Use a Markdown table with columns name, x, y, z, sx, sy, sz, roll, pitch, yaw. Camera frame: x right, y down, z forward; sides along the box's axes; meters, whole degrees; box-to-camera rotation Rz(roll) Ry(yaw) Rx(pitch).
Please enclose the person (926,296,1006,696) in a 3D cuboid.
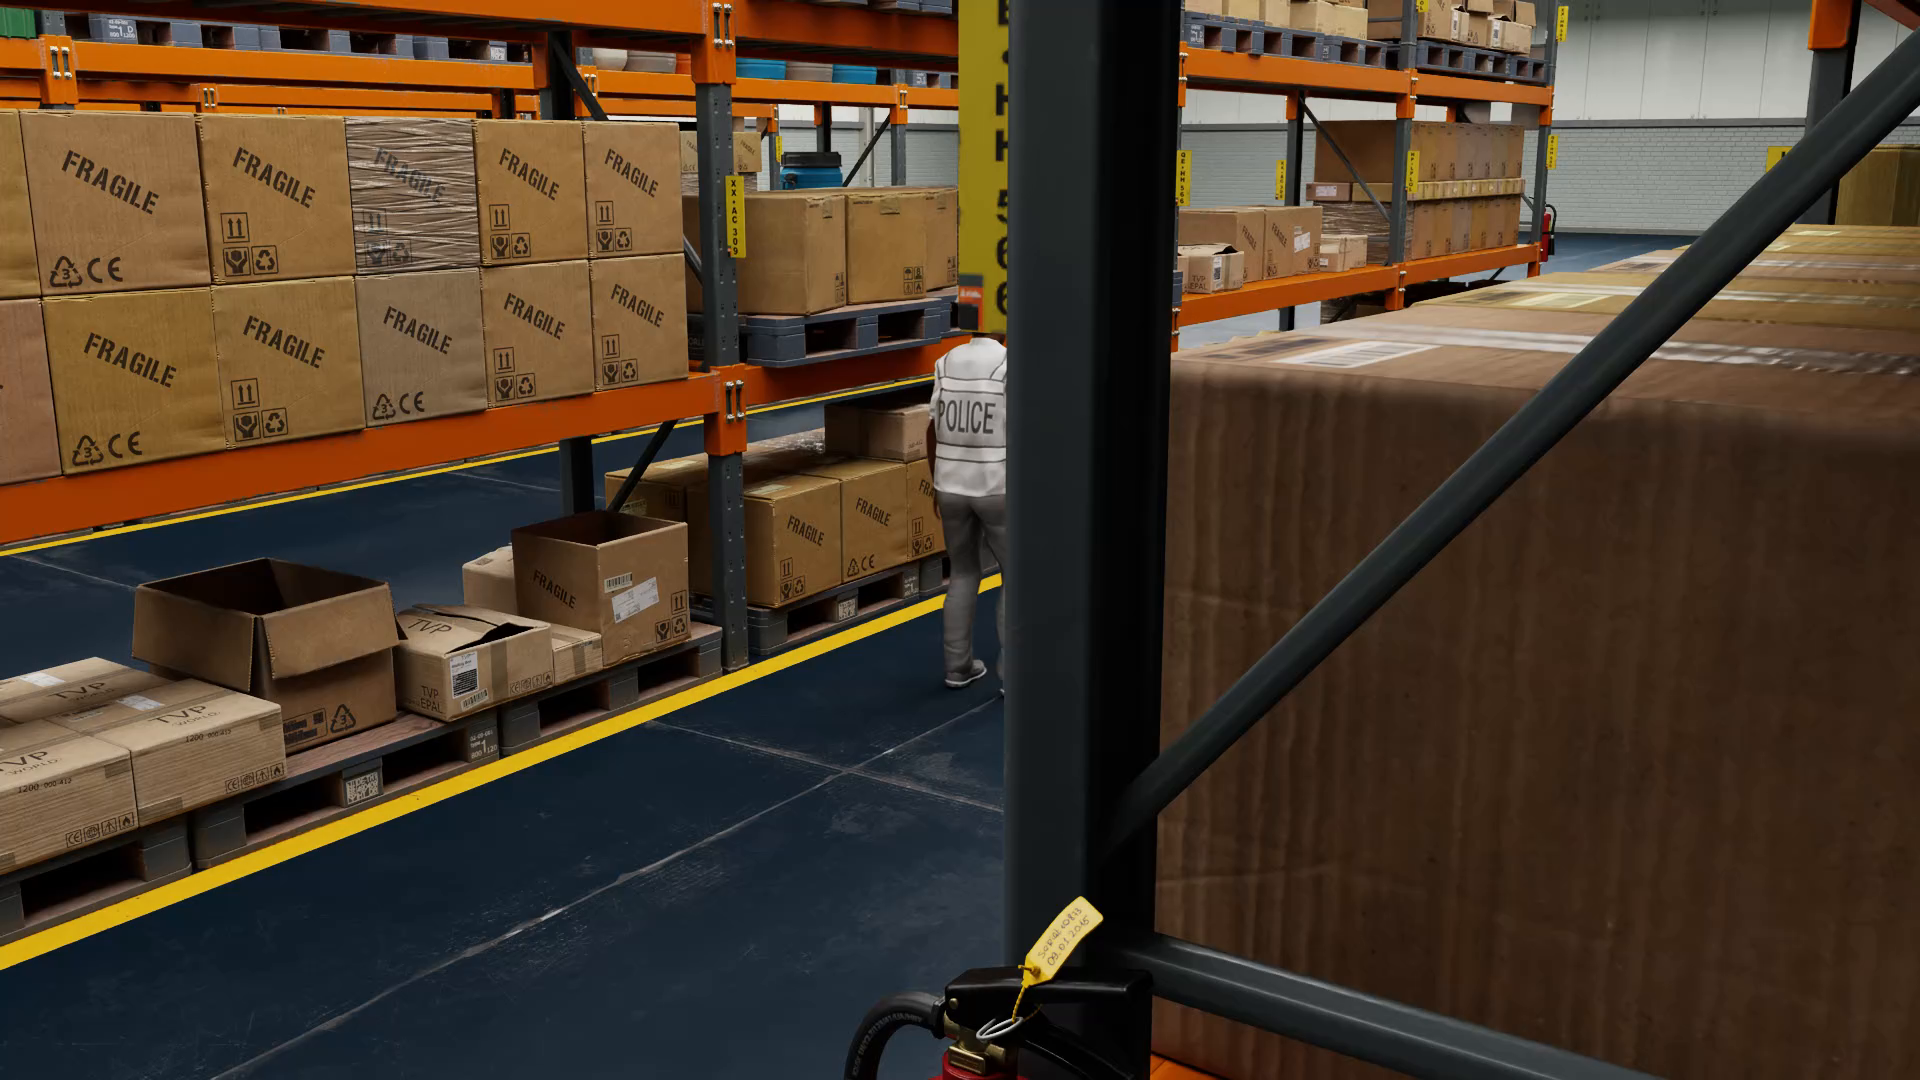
| name | x | y | z | sx | sy | sz | roll | pitch | yaw |
| --- | --- | --- | --- | --- | --- | --- | --- | --- | --- |
| person | 0.115 | -0.192 | 6.811 | 0.530 | 1.658 | 0.397 | 7 | 15 | 28 |
